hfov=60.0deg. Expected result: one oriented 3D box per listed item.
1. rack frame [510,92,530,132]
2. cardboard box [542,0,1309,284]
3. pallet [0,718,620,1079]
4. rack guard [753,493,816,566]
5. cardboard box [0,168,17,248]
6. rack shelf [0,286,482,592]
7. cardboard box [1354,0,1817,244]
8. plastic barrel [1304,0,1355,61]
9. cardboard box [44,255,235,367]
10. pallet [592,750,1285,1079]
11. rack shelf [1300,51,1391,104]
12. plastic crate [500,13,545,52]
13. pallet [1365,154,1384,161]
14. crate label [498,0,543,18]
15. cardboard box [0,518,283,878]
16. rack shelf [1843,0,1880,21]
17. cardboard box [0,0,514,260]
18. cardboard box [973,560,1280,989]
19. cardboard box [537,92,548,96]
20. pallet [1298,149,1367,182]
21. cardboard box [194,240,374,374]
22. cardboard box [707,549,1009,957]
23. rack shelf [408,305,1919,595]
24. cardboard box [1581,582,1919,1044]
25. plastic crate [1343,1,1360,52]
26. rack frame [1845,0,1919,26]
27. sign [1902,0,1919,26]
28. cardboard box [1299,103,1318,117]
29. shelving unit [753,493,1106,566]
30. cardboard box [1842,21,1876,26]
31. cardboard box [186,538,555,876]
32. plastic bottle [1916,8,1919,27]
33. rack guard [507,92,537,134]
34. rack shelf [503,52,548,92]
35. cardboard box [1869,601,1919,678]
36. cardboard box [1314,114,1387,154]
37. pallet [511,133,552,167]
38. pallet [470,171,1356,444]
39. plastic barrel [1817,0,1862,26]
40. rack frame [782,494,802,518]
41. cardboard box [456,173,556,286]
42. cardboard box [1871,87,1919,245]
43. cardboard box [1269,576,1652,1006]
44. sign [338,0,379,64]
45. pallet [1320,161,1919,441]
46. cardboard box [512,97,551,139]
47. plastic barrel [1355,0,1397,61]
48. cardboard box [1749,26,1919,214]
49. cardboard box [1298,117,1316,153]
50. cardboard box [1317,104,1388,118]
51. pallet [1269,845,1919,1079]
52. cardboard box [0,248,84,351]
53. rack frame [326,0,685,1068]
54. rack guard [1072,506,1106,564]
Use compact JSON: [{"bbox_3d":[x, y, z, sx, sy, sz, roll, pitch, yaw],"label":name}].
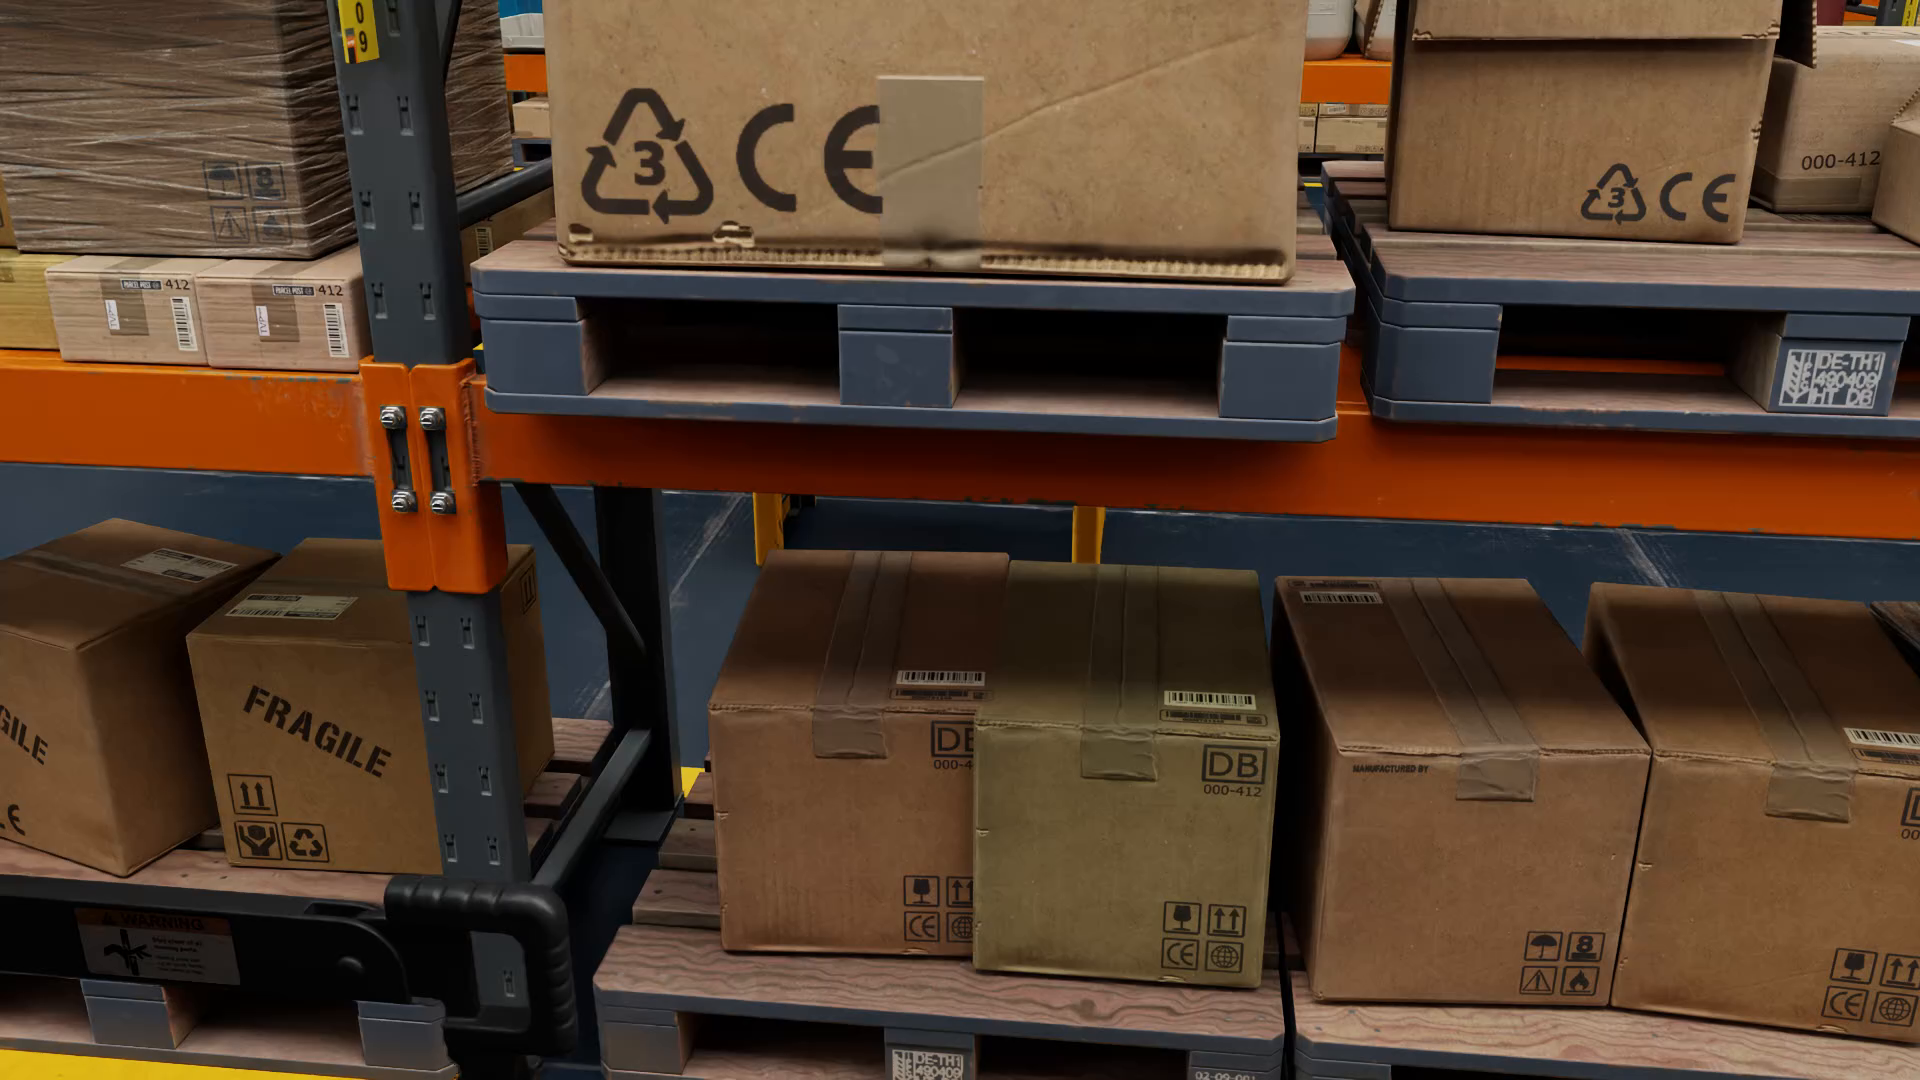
[{"bbox_3d":[-3.572,-4.401,12.492,0.127,3.000,1.000,2,22,6],"label":"rack frame"},{"bbox_3d":[0.003,-1.000,2.502,1.000,1.000,1.000,3,22,7],"label":"cardboard box"},{"bbox_3d":[-1.441,0.669,3.459,1.213,0.211,1.003,2,22,6],"label":"pallet"},{"bbox_3d":[-0.570,-0.141,5.457,0.087,0.250,0.587,2,22,6],"label":"rack guard"},{"bbox_3d":[-1.701,-0.873,3.026,0.500,0.500,0.875,2,22,6],"label":"cardboard box"},{"bbox_3d":[-2.756,-0.363,3.257,4.000,0.370,1.077,2,22,6],"label":"rack shelf"},{"bbox_3d":[0.963,-0.813,2.705,0.637,0.503,0.797,5,22,12],"label":"cardboard box"},{"bbox_3d":[1.466,-2.329,7.067,0.433,0.535,0.433,0,22,0],"label":"plastic barrel"},{"bbox_3d":[-1.265,-0.411,2.740,0.250,0.149,0.380,2,22,6],"label":"cardboard box"},{"bbox_3d":[0.004,0.719,3.335,1.213,0.211,1.003,2,22,6],"label":"pallet"},{"bbox_3d":[1.800,-1.998,7.393,4.000,0.370,1.077,2,22,6],"label":"rack shelf"},{"bbox_3d":[-1.829,-2.275,7.472,0.437,0.136,0.530,2,22,6],"label":"plastic crate"},{"bbox_3d":[3.559,-2.808,12.255,1.213,0.211,1.003,2,22,6],"label":"pallet"},{"bbox_3d":[-2.299,-2.628,7.959,0.616,0.435,0.502,2,22,6],"label":"crate label"},{"bbox_3d":[-1.732,0.302,3.425,0.500,0.500,0.500,10,24,23],"label":"cardboard box"},{"bbox_3d":[6.358,-3.634,11.529,4.000,0.370,1.077,2,22,6],"label":"rack shelf"},{"bbox_3d":[-1.209,-0.838,2.939,0.500,0.500,0.875,2,22,6],"label":"cardboard box"},{"bbox_3d":[0.309,0.409,3.128,0.500,0.500,0.700,2,22,6],"label":"cardboard box"},{"bbox_3d":[-3.005,-3.752,12.998,0.500,0.500,0.500,2,22,6],"label":"cardboard box"},{"bbox_3d":[2.351,-2.862,12.391,1.213,0.211,1.003,2,22,6],"label":"pallet"},{"bbox_3d":[-1.018,-0.396,2.704,0.250,0.149,0.380,2,22,6],"label":"cardboard box"},{"bbox_3d":[-0.162,0.381,3.197,0.500,0.500,0.700,1,22,2],"label":"cardboard box"},{"bbox_3d":[1.217,-0.190,2.819,4.000,0.370,1.077,2,22,6],"label":"rack shelf"},{"bbox_3d":[1.419,0.457,3.006,0.500,0.500,0.700,4,22,11],"label":"cardboard box"},{"bbox_3d":[1.576,-2.349,7.589,0.662,0.188,0.450,2,22,6],"label":"plastic crate"},{"bbox_3d":[3.786,-2.246,7.042,0.127,3.000,1.000,2,22,6],"label":"rack frame"},{"bbox_3d":[3.728,-2.121,6.503,0.005,0.325,0.100,2,22,6],"label":"sign"},{"bbox_3d":[2.308,-3.230,11.937,0.500,0.311,0.500,3,22,8],"label":"cardboard box"},{"bbox_3d":[-0.076,-0.701,5.172,1.083,1.500,0.587,2,22,6],"label":"shelving unit"},{"bbox_3d":[8.263,-4.867,16.023,0.750,0.750,0.750,3,22,7],"label":"cardboard box"},{"bbox_3d":[-1.162,0.324,3.369,0.500,0.500,0.500,2,22,5],"label":"cardboard box"},{"bbox_3d":[4.238,-2.330,7.413,0.133,0.283,0.061,2,22,6],"label":"plastic bottle"},{"bbox_3d":[-3.596,-3.239,12.954,0.348,0.500,1.175,2,22,6],"label":"rack guard"},{"bbox_3d":[-2.173,-2.171,7.831,4.000,0.370,1.077,2,22,6],"label":"rack shelf"},{"bbox_3d":[1.983,0.479,2.950,0.500,0.500,0.700,1,22,2],"label":"cardboard box"},{"bbox_3d":[2.810,-2.949,11.988,0.500,0.250,0.500,3,22,8],"label":"cardboard box"},{"bbox_3d":[-2.808,-3.086,12.959,1.213,0.211,1.003,2,22,6],"label":"pallet"},{"bbox_3d":[-0.028,-0.436,2.723,1.213,0.211,1.003,2,22,6],"label":"pallet"},{"bbox_3d":[3.289,-2.219,6.788,0.708,0.536,0.600,2,22,6],"label":"plastic barrel"},{"bbox_3d":[-0.590,-0.723,5.229,0.032,1.500,0.500,2,22,6],"label":"rack frame"},{"bbox_3d":[-0.948,-0.613,3.253,0.250,0.149,0.380,2,22,6],"label":"cardboard box"},{"bbox_3d":[1.515,-0.544,2.349,0.258,0.266,0.396,2,22,5],"label":"cardboard box"},{"bbox_3d":[0.865,0.433,3.067,0.500,0.500,0.700,1,22,2],"label":"cardboard box"},{"bbox_3d":[-0.826,-0.815,2.245,0.005,0.325,0.100,2,22,6],"label":"sign"},{"bbox_3d":[1.232,-0.420,2.682,1.213,0.211,1.003,2,22,6],"label":"pallet"},{"bbox_3d":[-3.066,-3.213,12.656,0.500,0.250,0.500,2,22,6],"label":"cardboard box"},{"bbox_3d":[1.896,-2.311,7.020,0.433,0.535,0.433,0,22,0],"label":"plastic barrel"},{"bbox_3d":[1.565,-0.720,2.814,0.500,0.250,0.500,2,22,5],"label":"cardboard box"},{"bbox_3d":[2.299,-2.970,12.041,0.500,0.250,0.500,3,22,7],"label":"cardboard box"},{"bbox_3d":[2.805,-3.208,11.880,0.500,0.311,0.500,2,22,6],"label":"cardboard box"},{"bbox_3d":[1.219,0.771,3.203,1.213,0.211,1.003,2,22,6],"label":"pallet"},{"bbox_3d":[-1.506,-0.443,2.823,0.250,0.149,0.380,2,22,6],"label":"cardboard box"},{"bbox_3d":[-0.769,-0.611,2.906,0.127,3.000,1.000,2,22,6],"label":"rack frame"},{"bbox_3d":[0.419,-0.098,5.348,0.087,0.250,0.587,2,22,6],"label":"rack guard"}]
